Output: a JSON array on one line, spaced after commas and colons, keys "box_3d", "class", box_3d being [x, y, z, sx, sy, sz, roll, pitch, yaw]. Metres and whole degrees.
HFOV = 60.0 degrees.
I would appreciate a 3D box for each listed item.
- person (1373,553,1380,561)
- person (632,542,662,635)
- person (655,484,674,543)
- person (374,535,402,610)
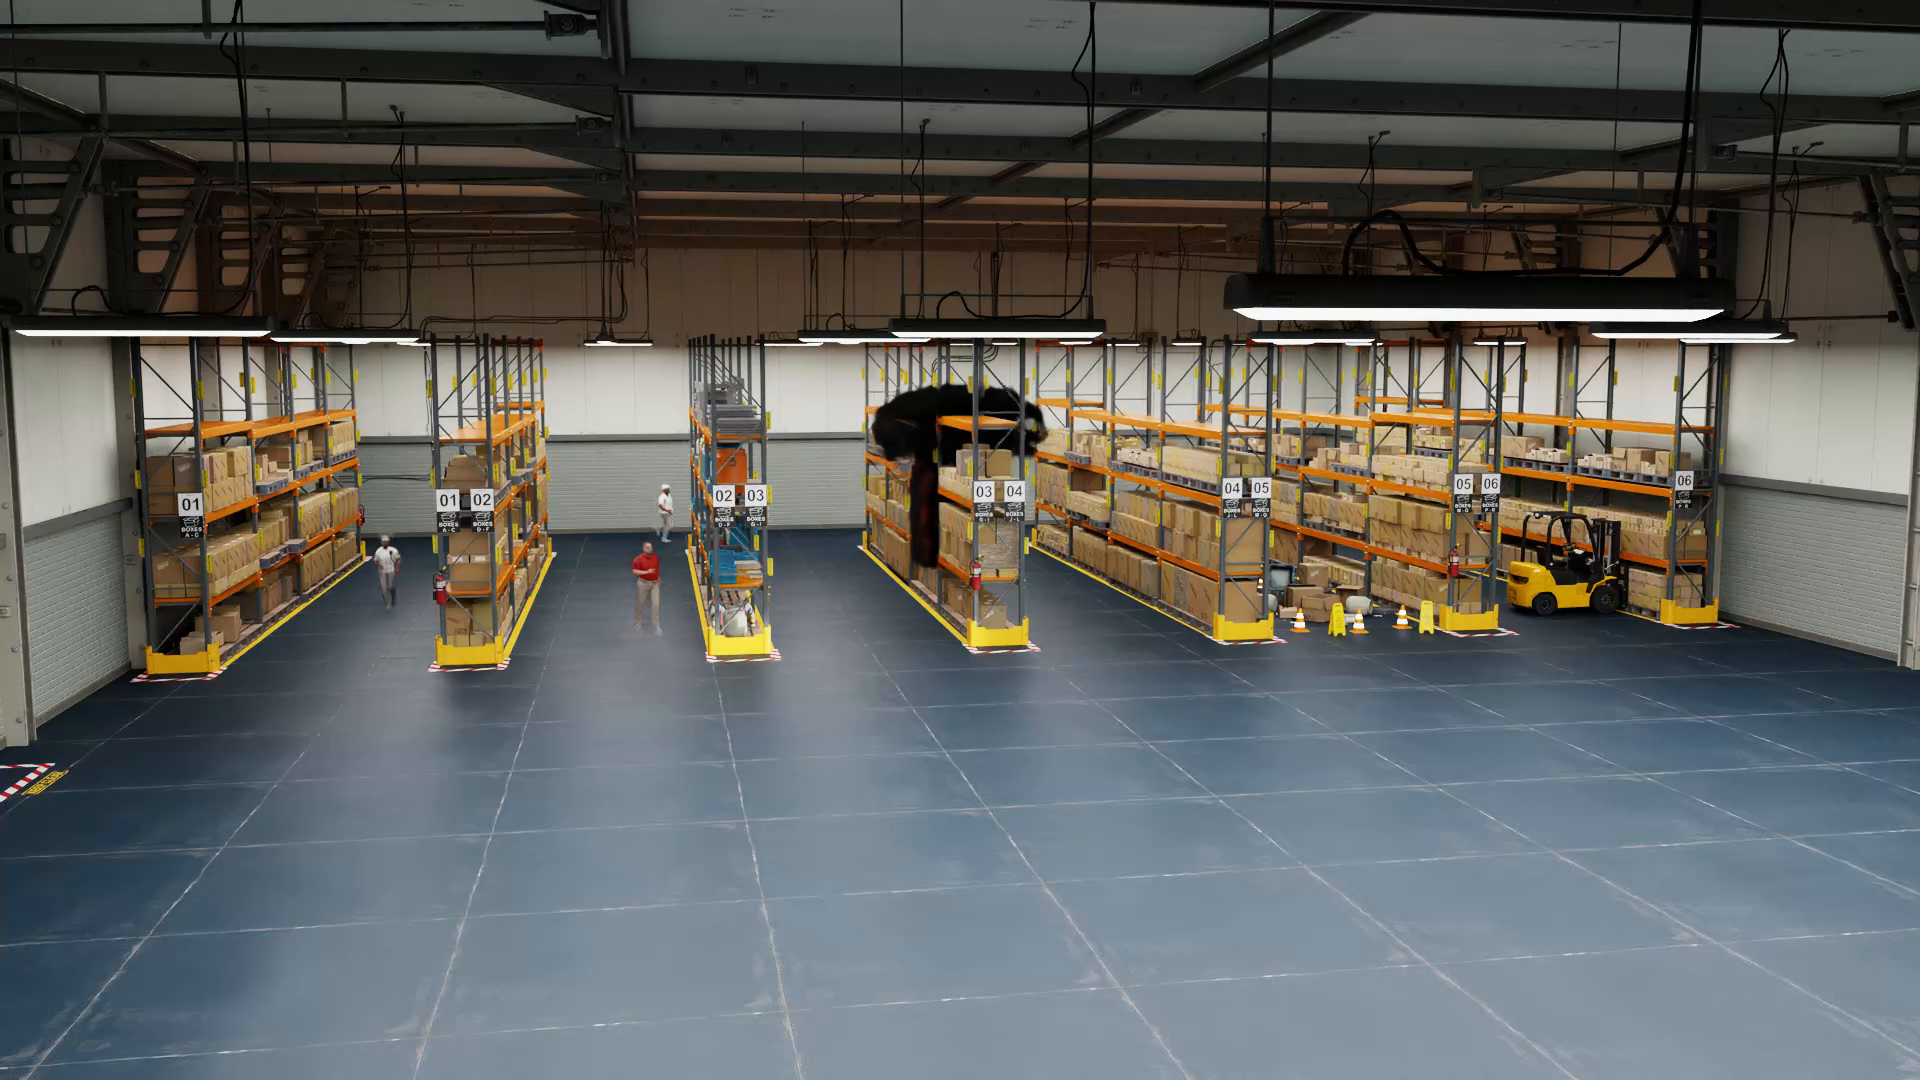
[{"box_3d": [10.595, 0.175, 41.669, 0.606, 1.656, 0.920, -1, 7, -9], "class": "person"}, {"box_3d": [-5.985, 0.914, 31.832, 0.650, 1.773, 0.886, -5, 8, -36], "class": "person"}, {"box_3d": [-8.755, -0.824, 49.457, 0.608, 1.669, 0.714, 1, 7, 11], "class": "person"}, {"box_3d": [-12.574, 0.726, 36.503, 0.561, 1.649, 0.562, -1, 7, -11], "class": "person"}]
